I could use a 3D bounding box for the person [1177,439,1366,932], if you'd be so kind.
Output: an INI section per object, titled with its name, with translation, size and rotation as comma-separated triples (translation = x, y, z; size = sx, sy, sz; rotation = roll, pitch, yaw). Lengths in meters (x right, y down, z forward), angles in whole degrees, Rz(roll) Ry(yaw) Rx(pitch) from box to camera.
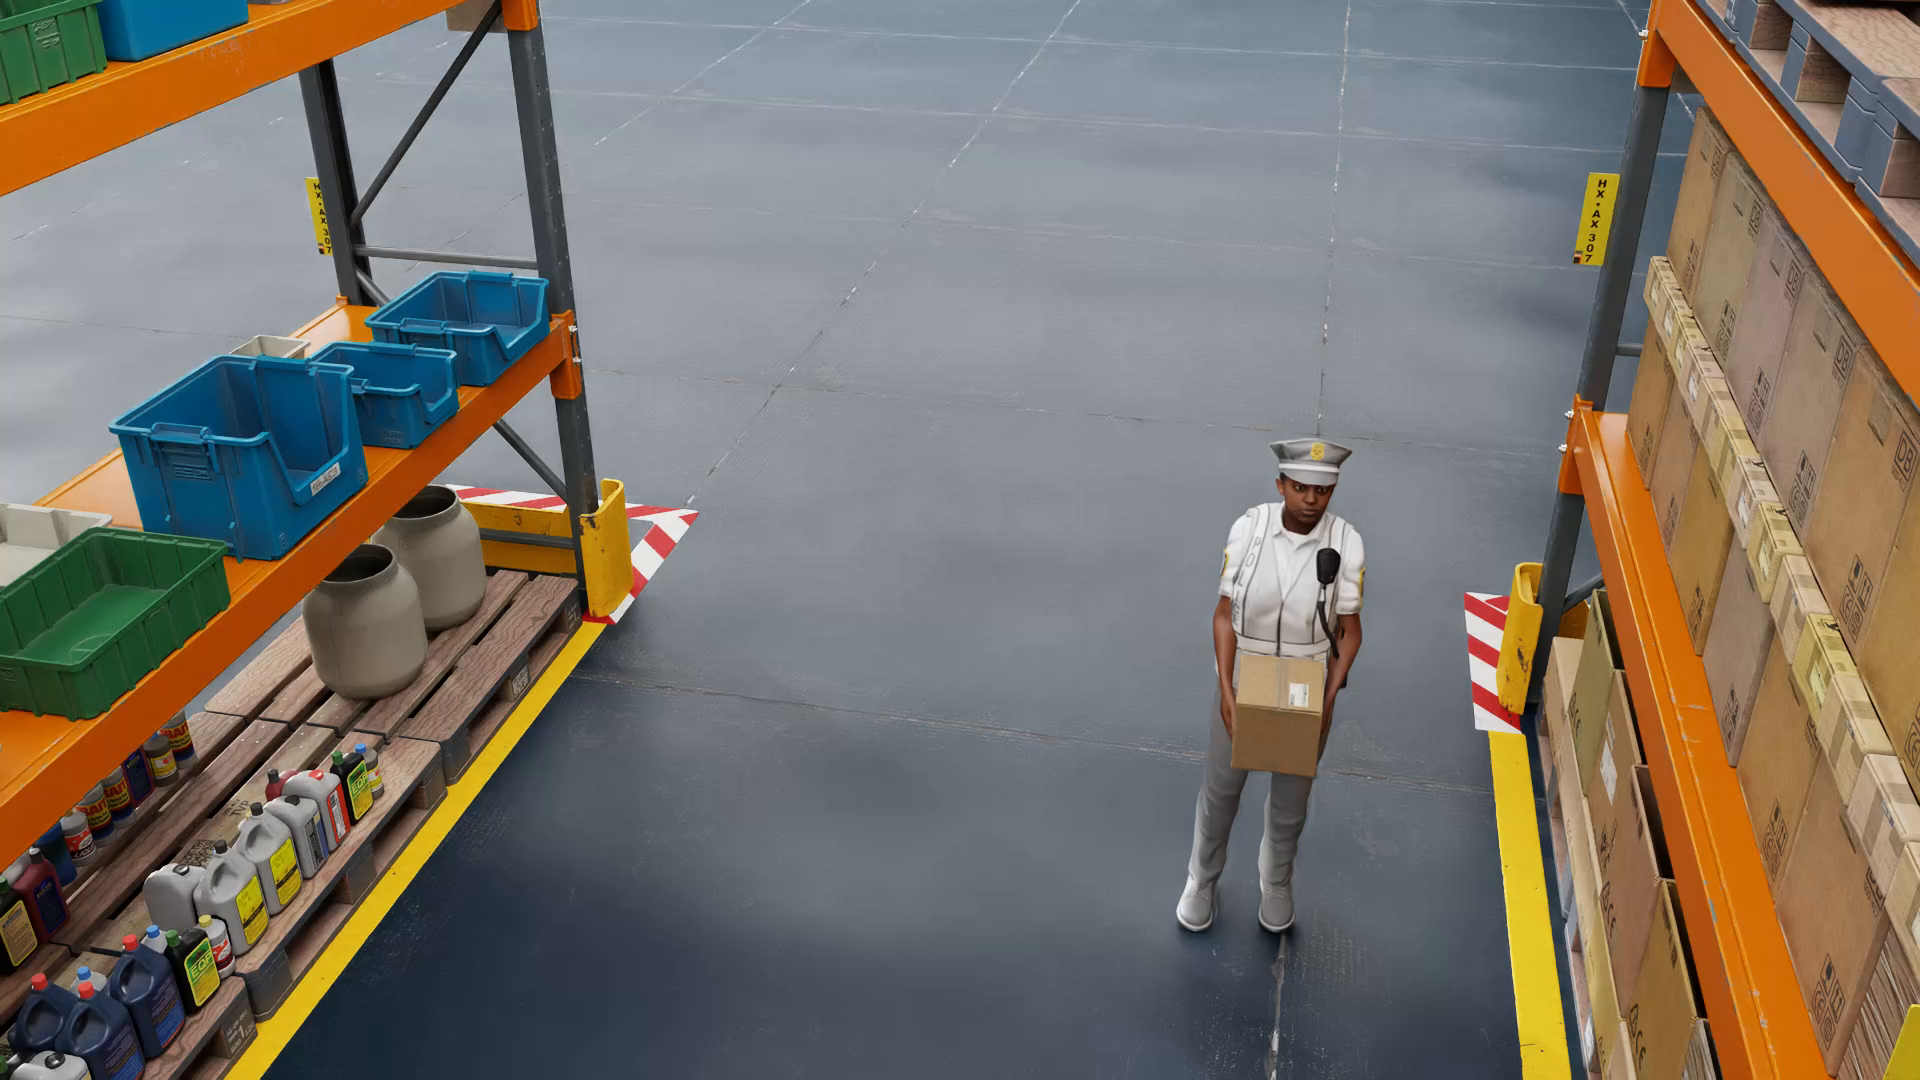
[person]
translation = 0.991, 0.475, 5.224
size = 0.488, 1.703, 0.511
rotation = 6, 30, 11
